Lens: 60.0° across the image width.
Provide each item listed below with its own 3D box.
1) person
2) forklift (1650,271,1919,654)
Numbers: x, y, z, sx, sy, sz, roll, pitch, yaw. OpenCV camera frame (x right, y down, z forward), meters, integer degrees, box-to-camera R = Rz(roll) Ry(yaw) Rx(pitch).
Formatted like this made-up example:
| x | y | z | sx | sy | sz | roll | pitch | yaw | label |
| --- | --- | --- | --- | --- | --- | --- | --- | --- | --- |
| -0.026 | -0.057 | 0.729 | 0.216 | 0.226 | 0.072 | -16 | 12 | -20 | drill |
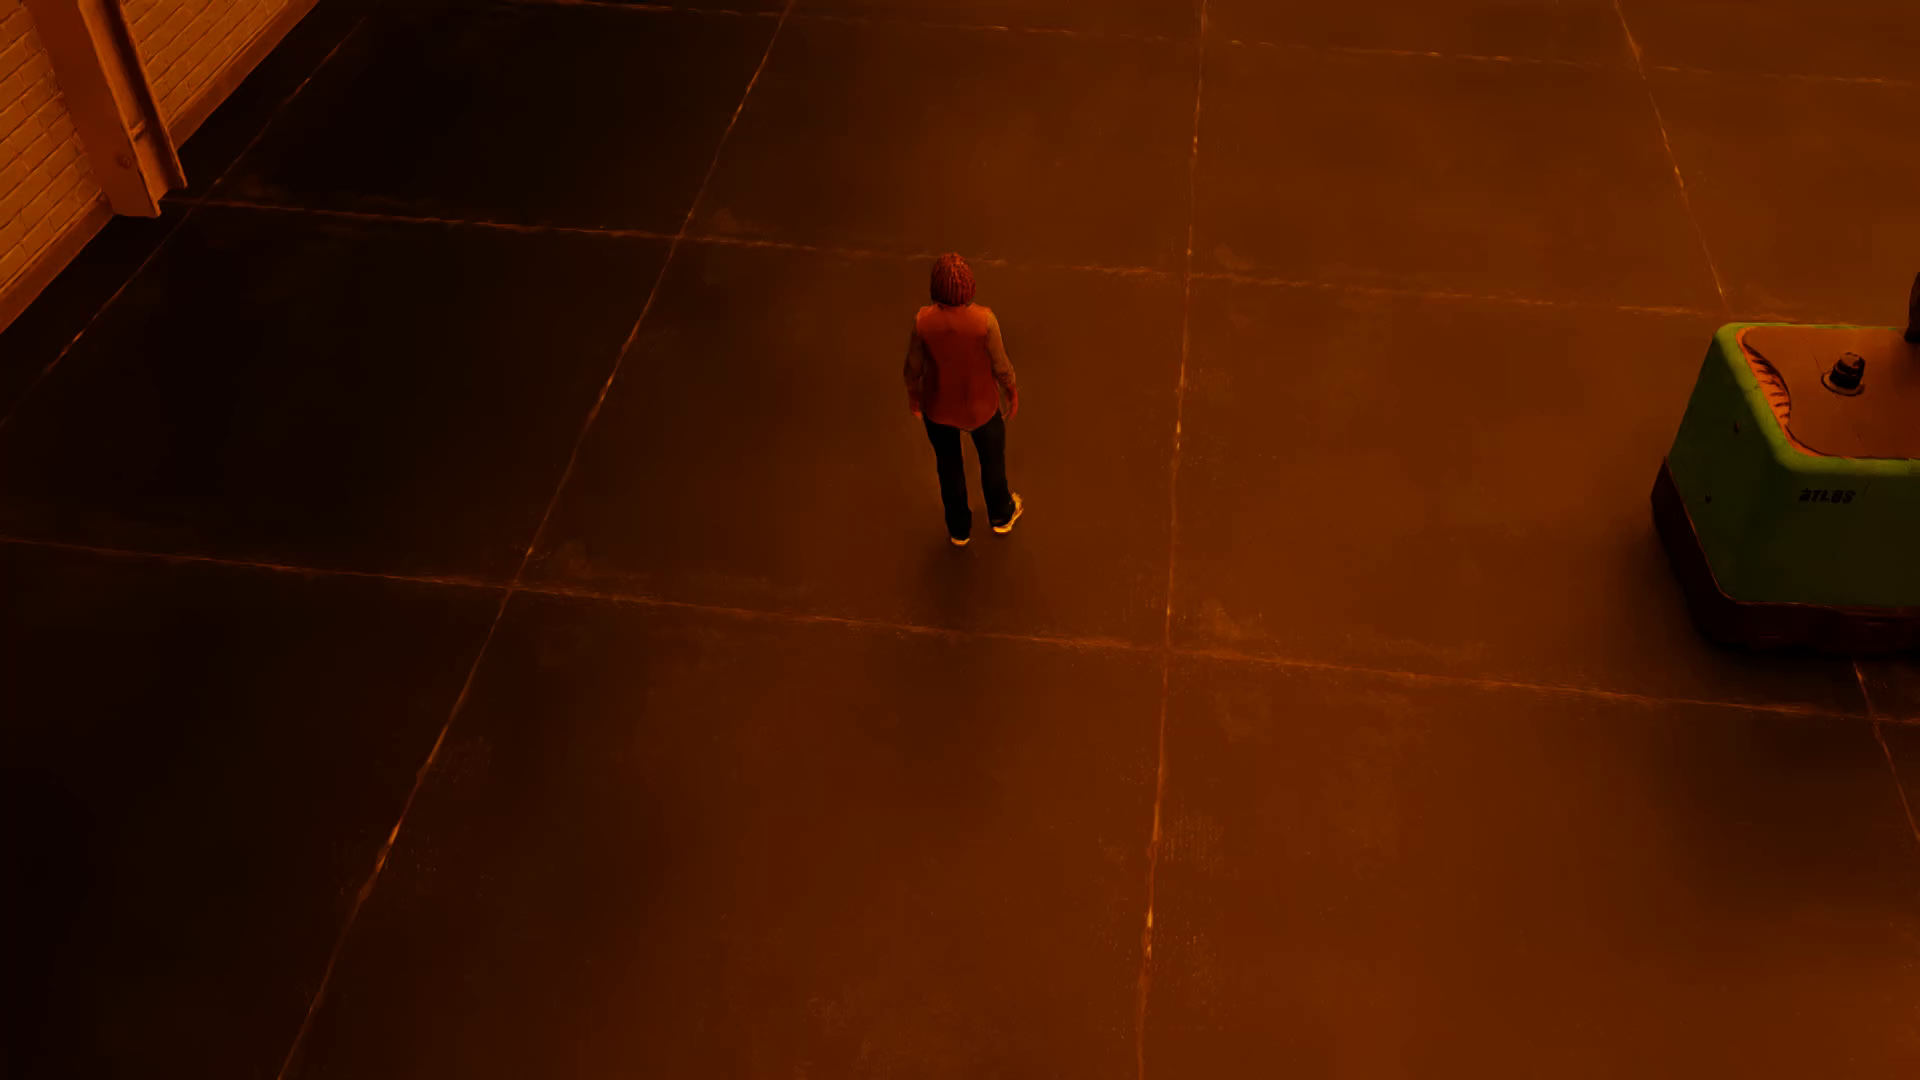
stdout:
| x | y | z | sx | sy | sz | roll | pitch | yaw | label |
| --- | --- | --- | --- | --- | --- | --- | --- | --- | --- |
| 0.023 | -0.642 | 7.399 | 0.520 | 1.597 | 0.474 | 5 | 43 | 6 | person |
| 4.815 | -0.887 | 6.690 | 3.031 | 2.935 | 1.130 | 2 | 43 | 2 | forklift |
